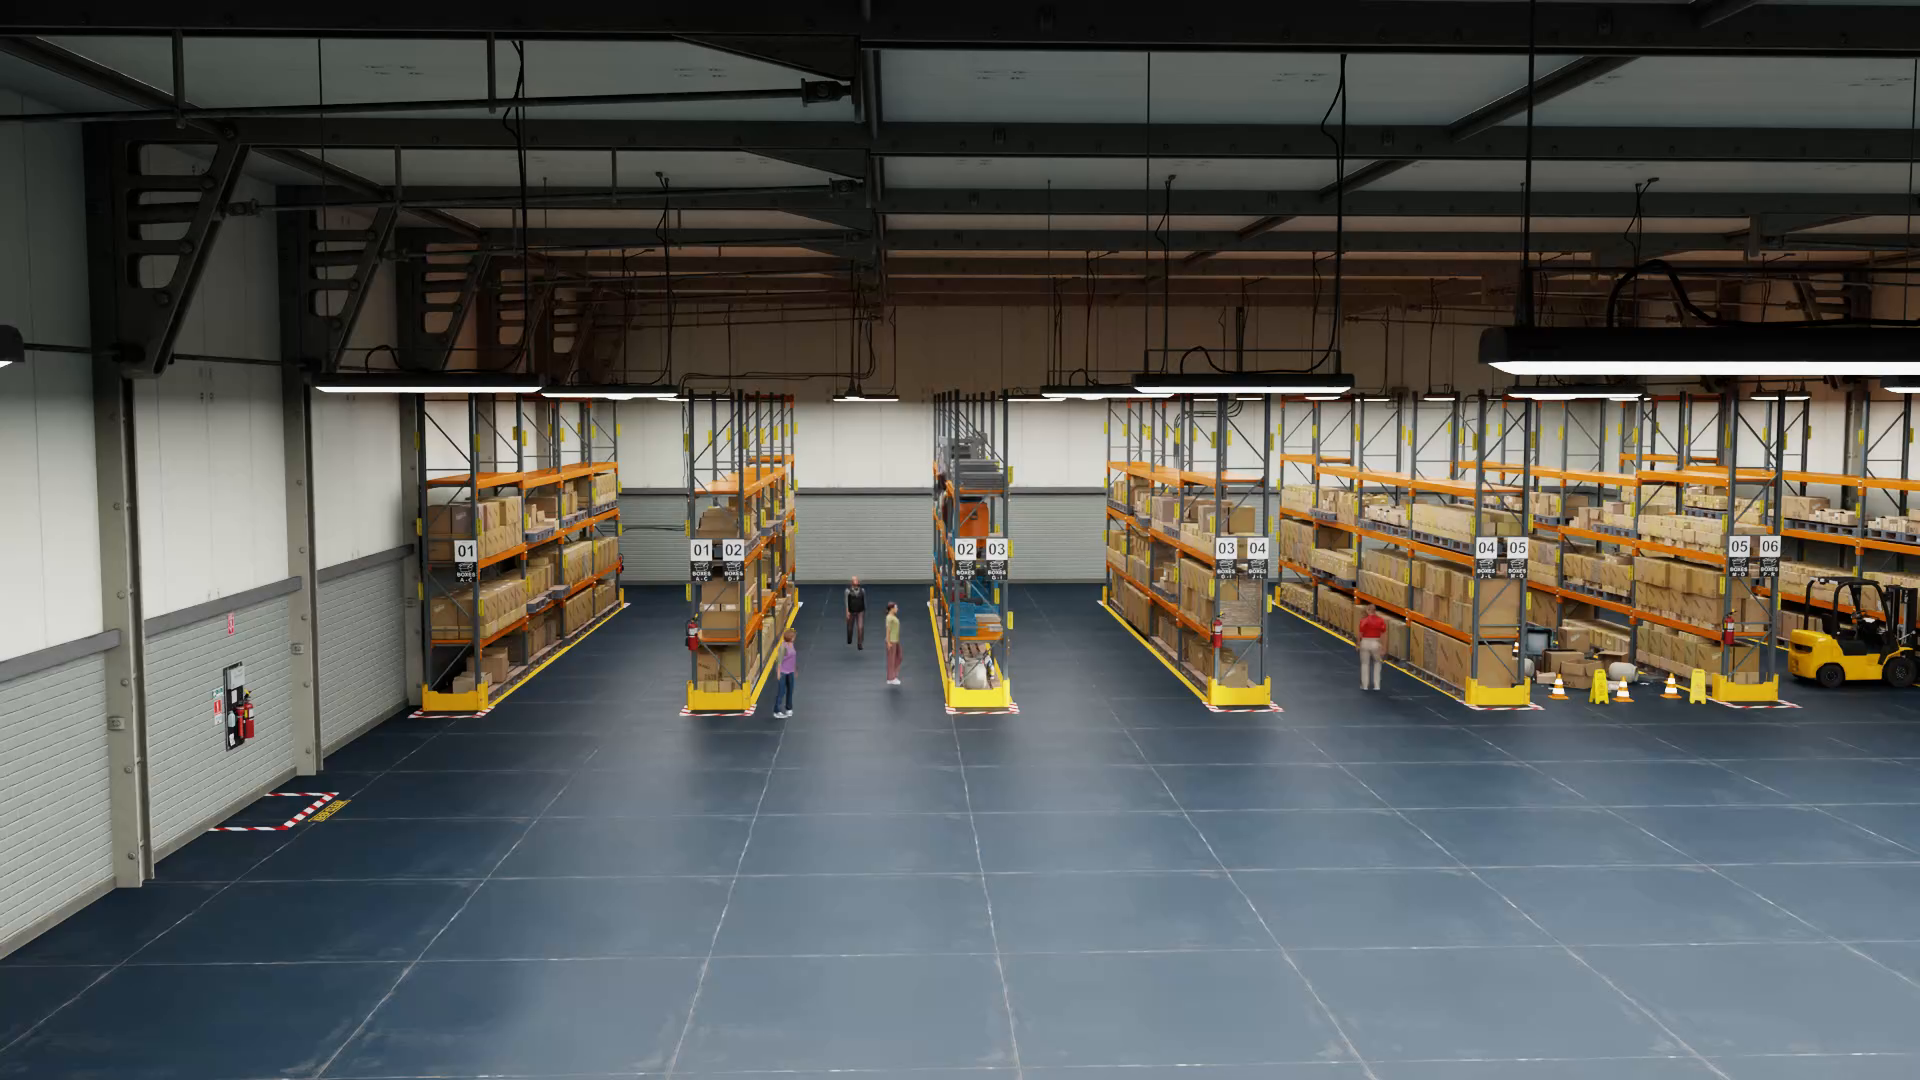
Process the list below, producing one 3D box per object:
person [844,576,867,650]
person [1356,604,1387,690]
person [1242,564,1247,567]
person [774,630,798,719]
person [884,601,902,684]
[{"bbox_3d":[-2.431,1.679,38.676,0.521,1.672,0.841,0,5,-5],"label":"person"},{"bbox_3d":[8.237,2.184,33.311,0.596,1.810,0.573,2,5,22],"label":"person"},{"bbox_3d":[8.030,1.092,46.574,0.482,1.644,0.742,0,5,-1],"label":"person"},{"bbox_3d":[-3.196,2.445,30.490,0.349,1.602,0.477,2,5,27],"label":"person"},{"bbox_3d":[-1.369,2.101,33.861,0.368,1.710,0.516,1,5,9],"label":"person"}]
